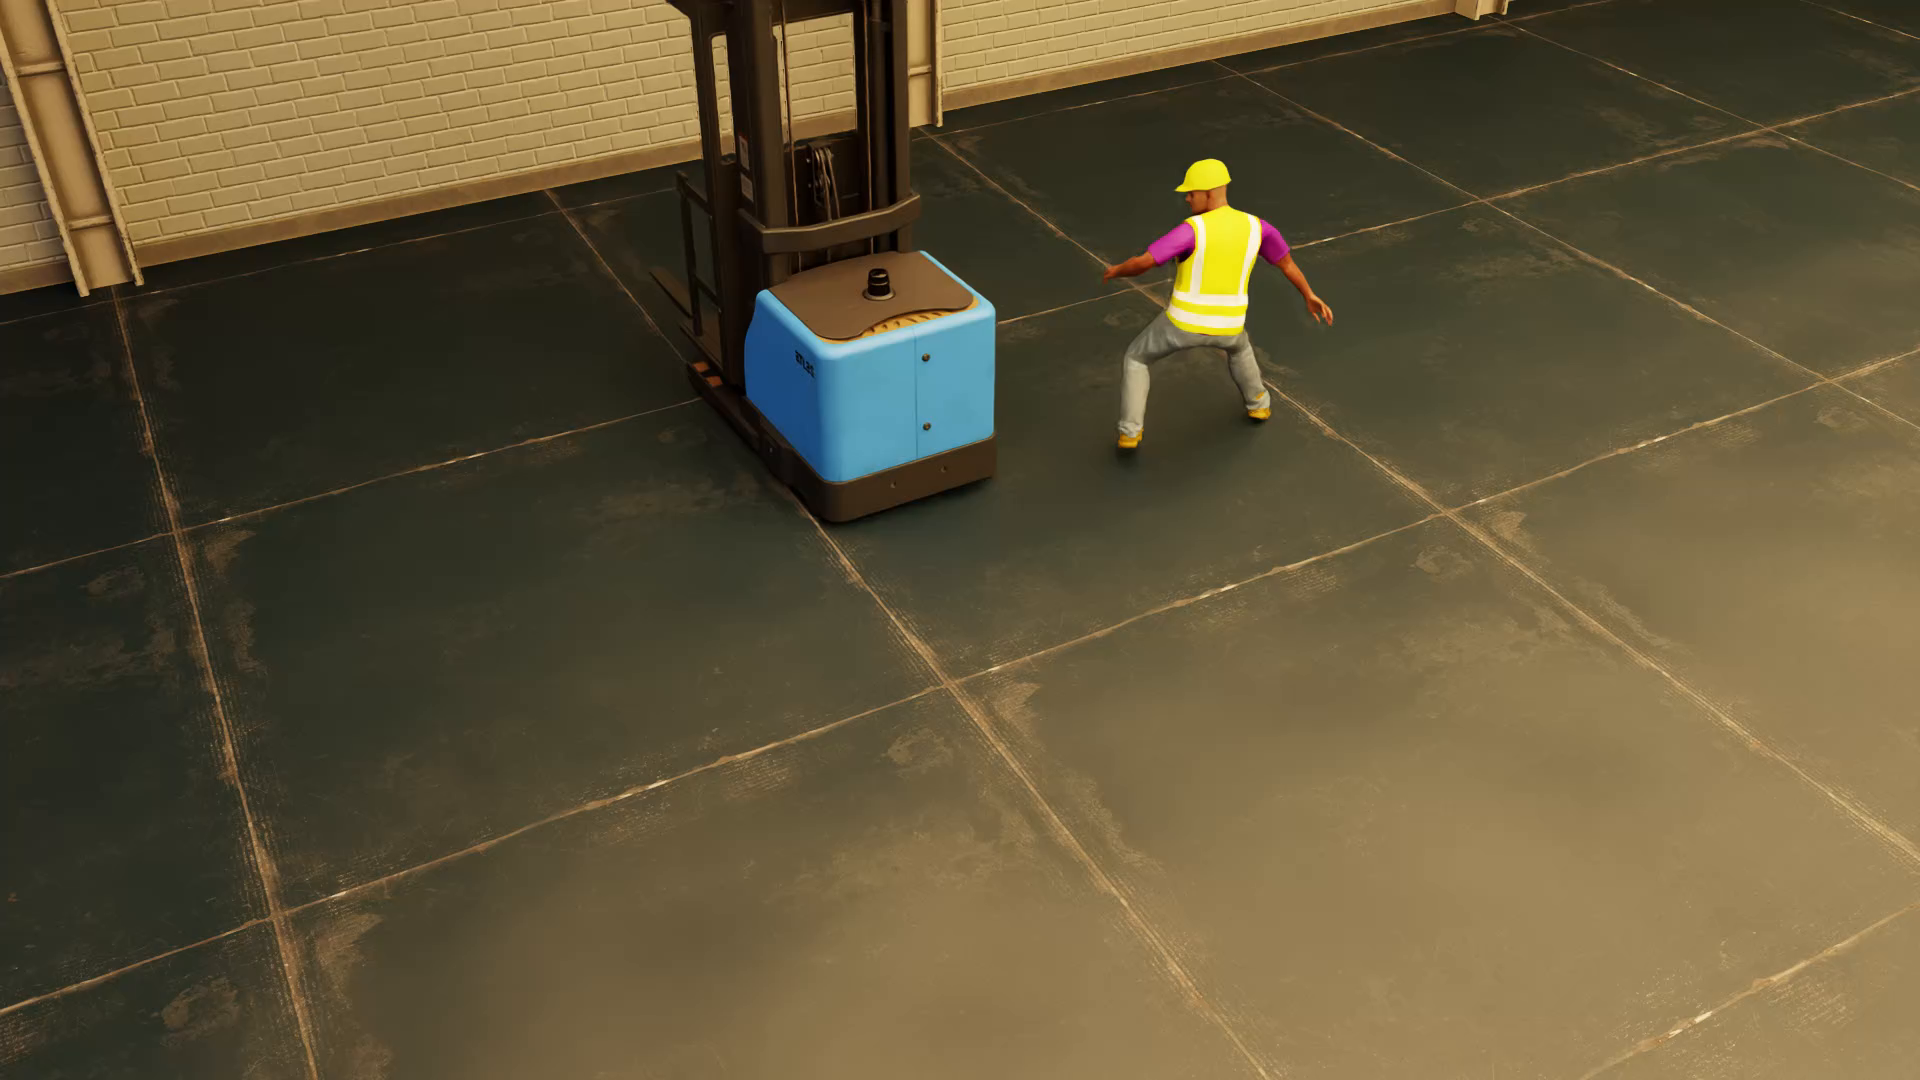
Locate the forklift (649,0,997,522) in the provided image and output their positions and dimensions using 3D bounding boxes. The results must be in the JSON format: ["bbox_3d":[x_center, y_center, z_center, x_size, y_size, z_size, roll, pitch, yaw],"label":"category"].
[{"bbox_3d":[-0.971,-2.116,9.117,1.130,2.935,3.031,-18,39,-24],"label":"forklift"}]

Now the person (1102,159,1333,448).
[{"bbox_3d":[1.387,-1.230,9.098,1.194,1.705,0.547,-6,36,-9],"label":"person"}]
